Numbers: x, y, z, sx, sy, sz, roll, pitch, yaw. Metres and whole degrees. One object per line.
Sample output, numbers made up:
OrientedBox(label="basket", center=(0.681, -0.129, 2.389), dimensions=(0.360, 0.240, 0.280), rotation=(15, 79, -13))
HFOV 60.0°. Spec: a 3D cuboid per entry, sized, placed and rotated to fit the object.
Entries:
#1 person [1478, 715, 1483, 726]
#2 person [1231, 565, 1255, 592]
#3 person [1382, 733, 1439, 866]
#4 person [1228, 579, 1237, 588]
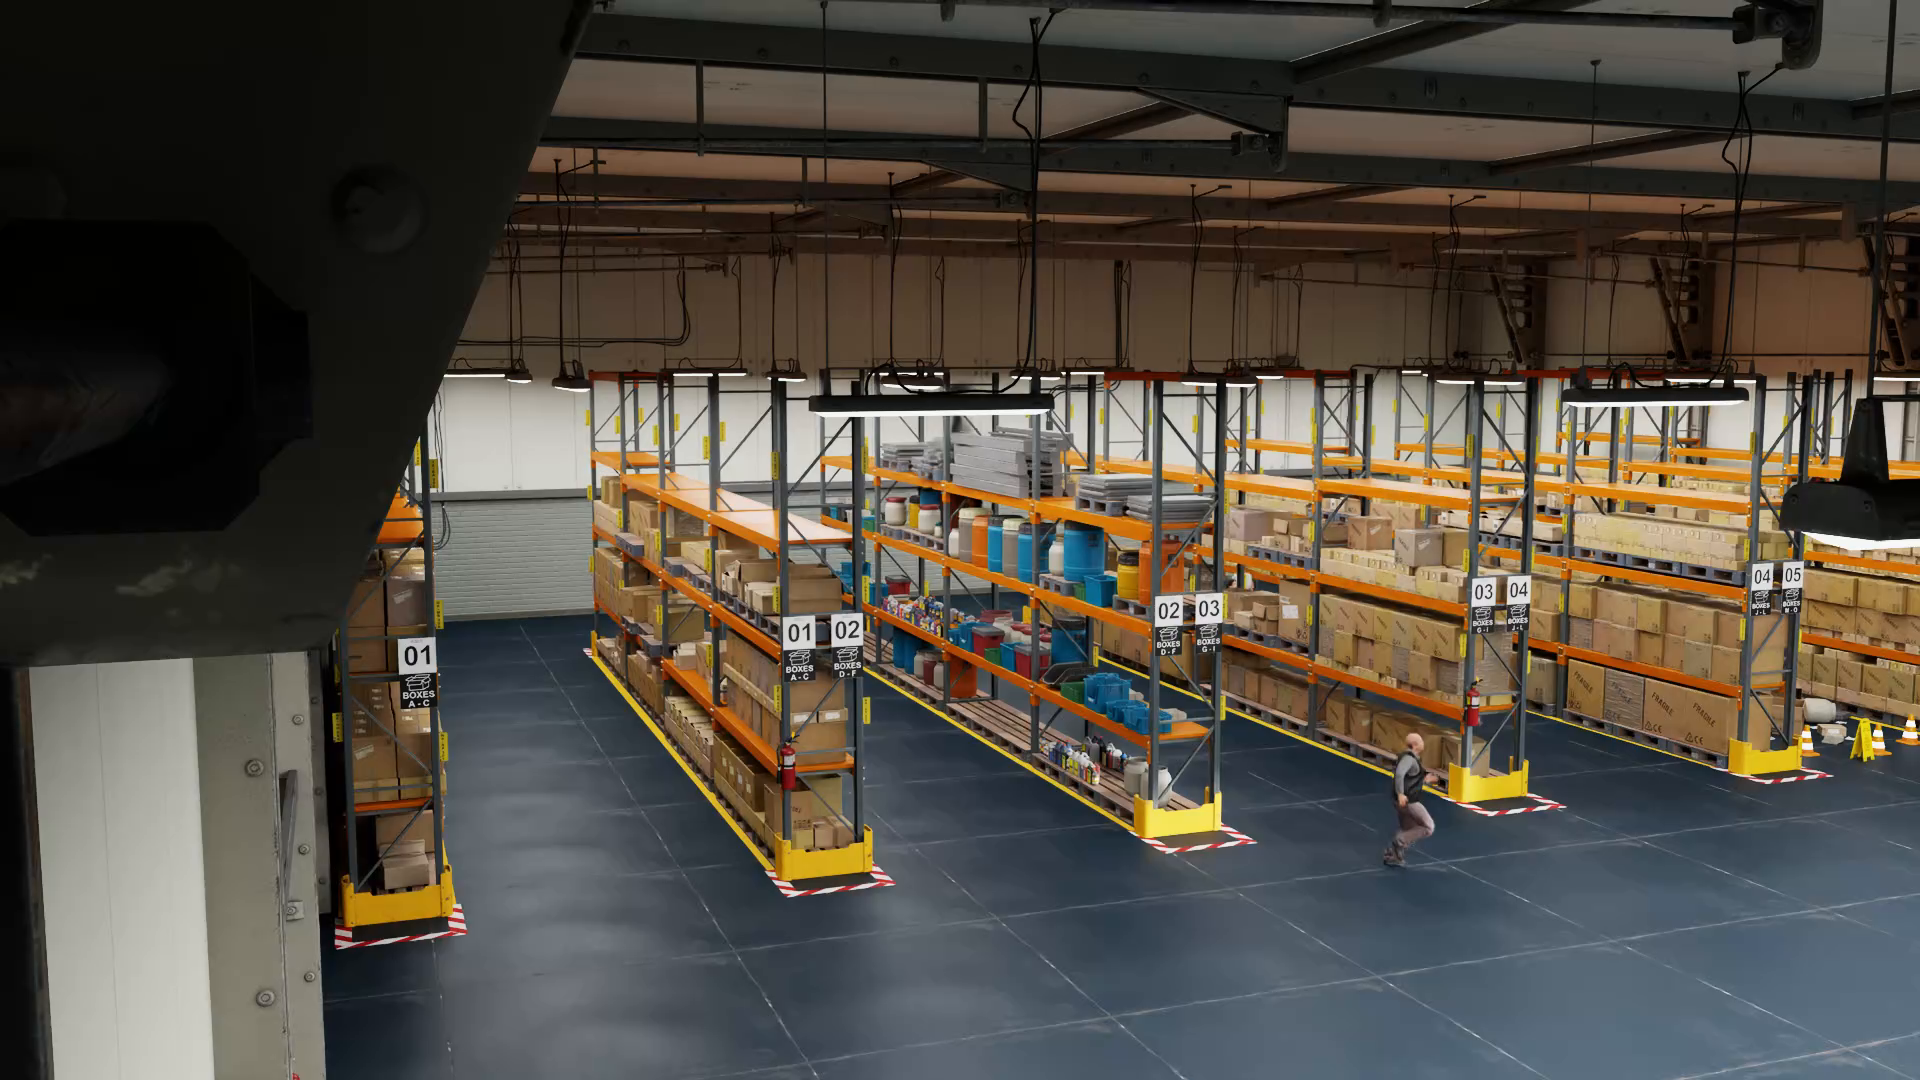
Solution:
OrientedBox(label="person", center=(8.762, 2.361, 28.774), dimensions=(0.536, 1.586, 0.941), rotation=(-2, 7, -18))
OrientedBox(label="person", center=(6.193, 1.356, 36.592), dimensions=(0.672, 1.798, 1.002), rotation=(-2, 7, -15))
OrientedBox(label="person", center=(5.559, 3.207, 20.493), dimensions=(0.670, 1.658, 0.647), rotation=(0, 6, 4))
OrientedBox(label="person", center=(5.653, 1.642, 34.394), dimensions=(0.561, 1.688, 0.904), rotation=(-4, 7, -30))
